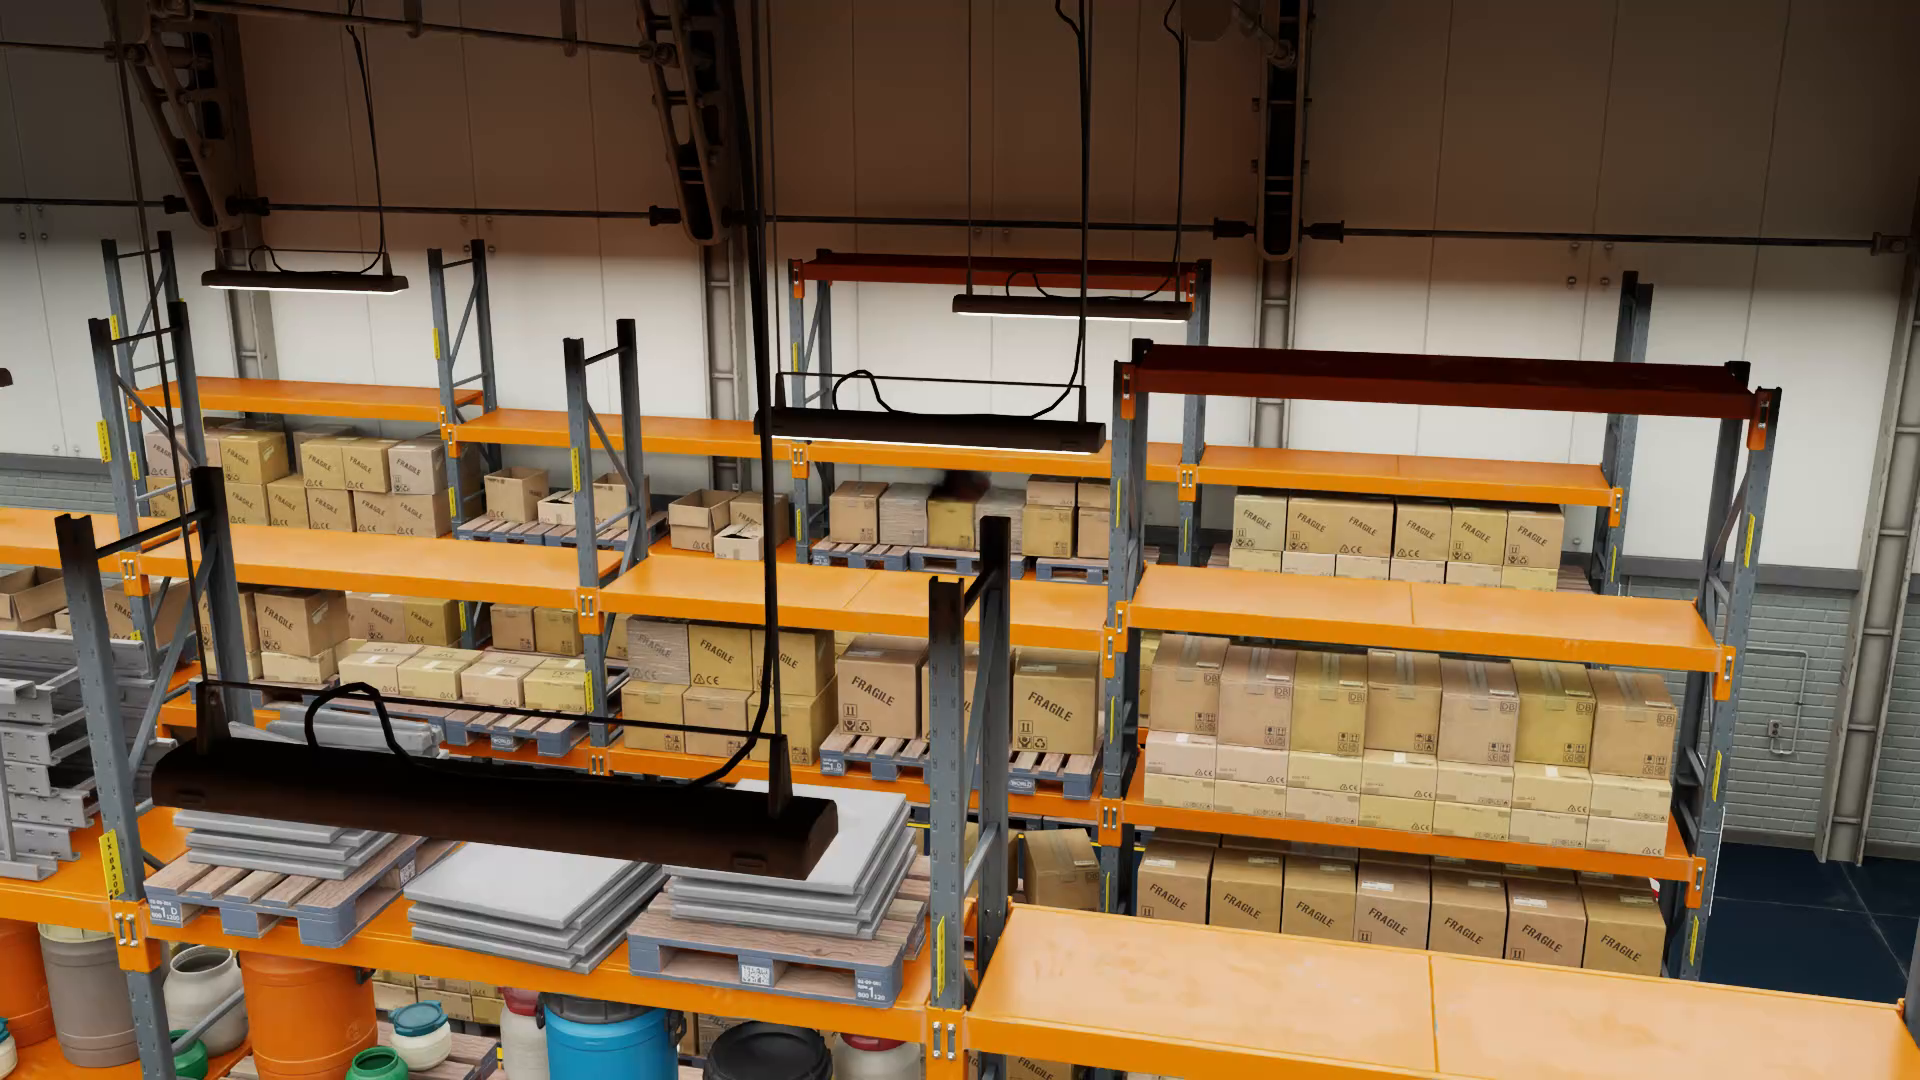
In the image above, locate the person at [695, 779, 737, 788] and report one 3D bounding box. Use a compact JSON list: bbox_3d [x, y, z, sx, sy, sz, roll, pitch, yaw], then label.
[{"bbox_3d":[-2.394,2.288,16.704,0.562,1.789,0.406,-4,17,-13],"label":"person"}]
